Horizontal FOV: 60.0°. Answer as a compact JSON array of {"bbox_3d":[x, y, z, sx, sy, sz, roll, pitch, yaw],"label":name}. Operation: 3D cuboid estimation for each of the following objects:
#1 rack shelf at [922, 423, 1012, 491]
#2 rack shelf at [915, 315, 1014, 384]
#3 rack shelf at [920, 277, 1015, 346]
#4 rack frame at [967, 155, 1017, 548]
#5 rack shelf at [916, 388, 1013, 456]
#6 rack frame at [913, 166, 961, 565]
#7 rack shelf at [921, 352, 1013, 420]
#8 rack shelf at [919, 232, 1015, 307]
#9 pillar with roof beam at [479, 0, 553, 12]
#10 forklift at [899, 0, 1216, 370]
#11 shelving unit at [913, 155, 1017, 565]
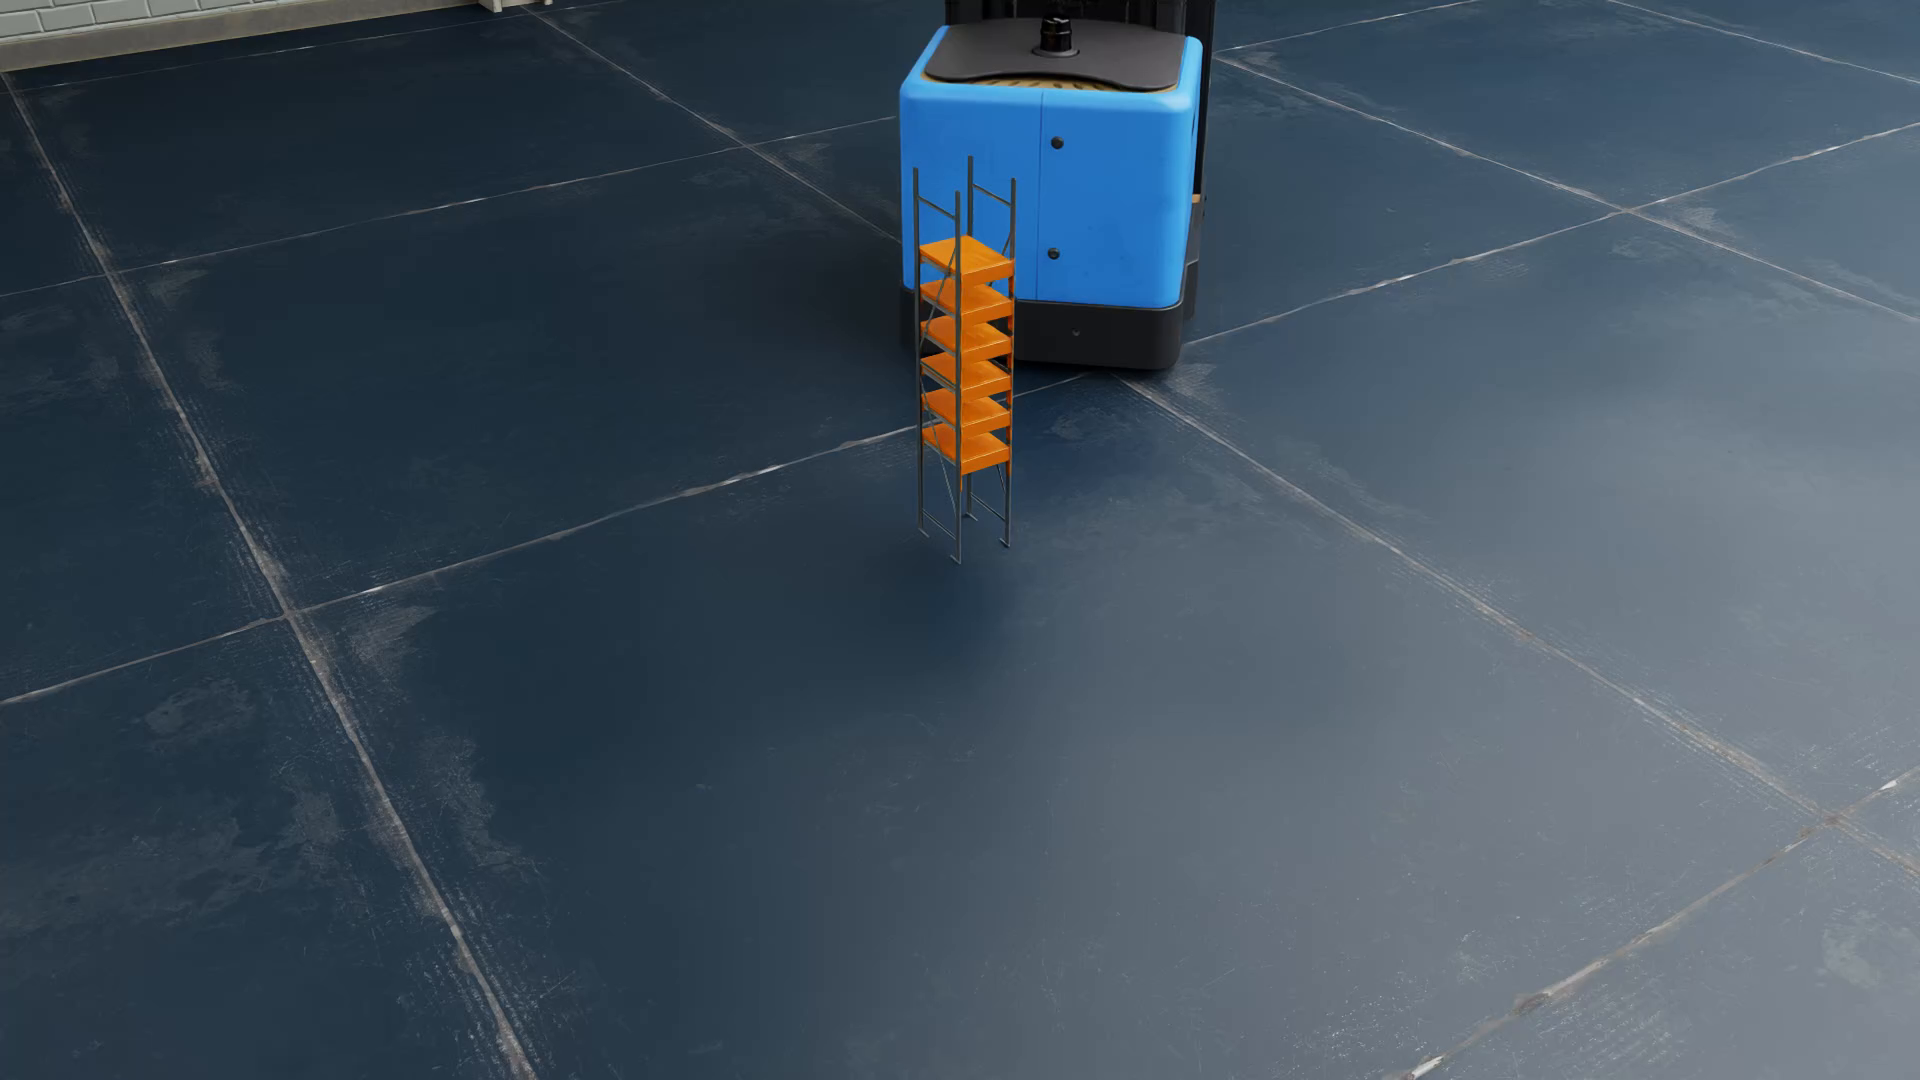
[{"bbox_3d":[0.012,-0.271,5.088,0.180,0.103,0.258,-19,37,-27],"label":"rack shelf"},{"bbox_3d":[0.012,-0.576,4.896,0.180,0.103,0.258,-19,37,-27],"label":"rack shelf"},{"bbox_3d":[0.012,-0.677,4.832,0.180,0.103,0.258,-19,37,-27],"label":"rack shelf"},{"bbox_3d":[0.089,-0.538,4.978,0.006,1.200,0.240,-19,37,-27],"label":"rack frame"},{"bbox_3d":[0.012,-0.373,5.024,0.180,0.103,0.258,-19,37,-27],"label":"rack shelf"},{"bbox_3d":[-0.065,-0.485,4.895,0.006,1.200,0.240,-19,37,-27],"label":"rack frame"},{"bbox_3d":[0.012,-0.474,4.960,0.180,0.103,0.258,-19,37,-27],"label":"rack shelf"},{"bbox_3d":[0.012,-0.779,4.768,0.180,0.103,0.258,-19,37,-27],"label":"rack shelf"},{"bbox_3d":[-0.546,-5.352,5.301,0.400,9.000,9.100,-19,37,-27],"label":"pillar with roof beam"},{"bbox_3d":[0.525,-2.638,6.684,1.130,2.935,3.031,5,33,8],"label":"forklift"},{"bbox_3d":[0.012,-0.512,4.937,0.189,1.200,0.258,-19,37,-27],"label":"shelving unit"}]
